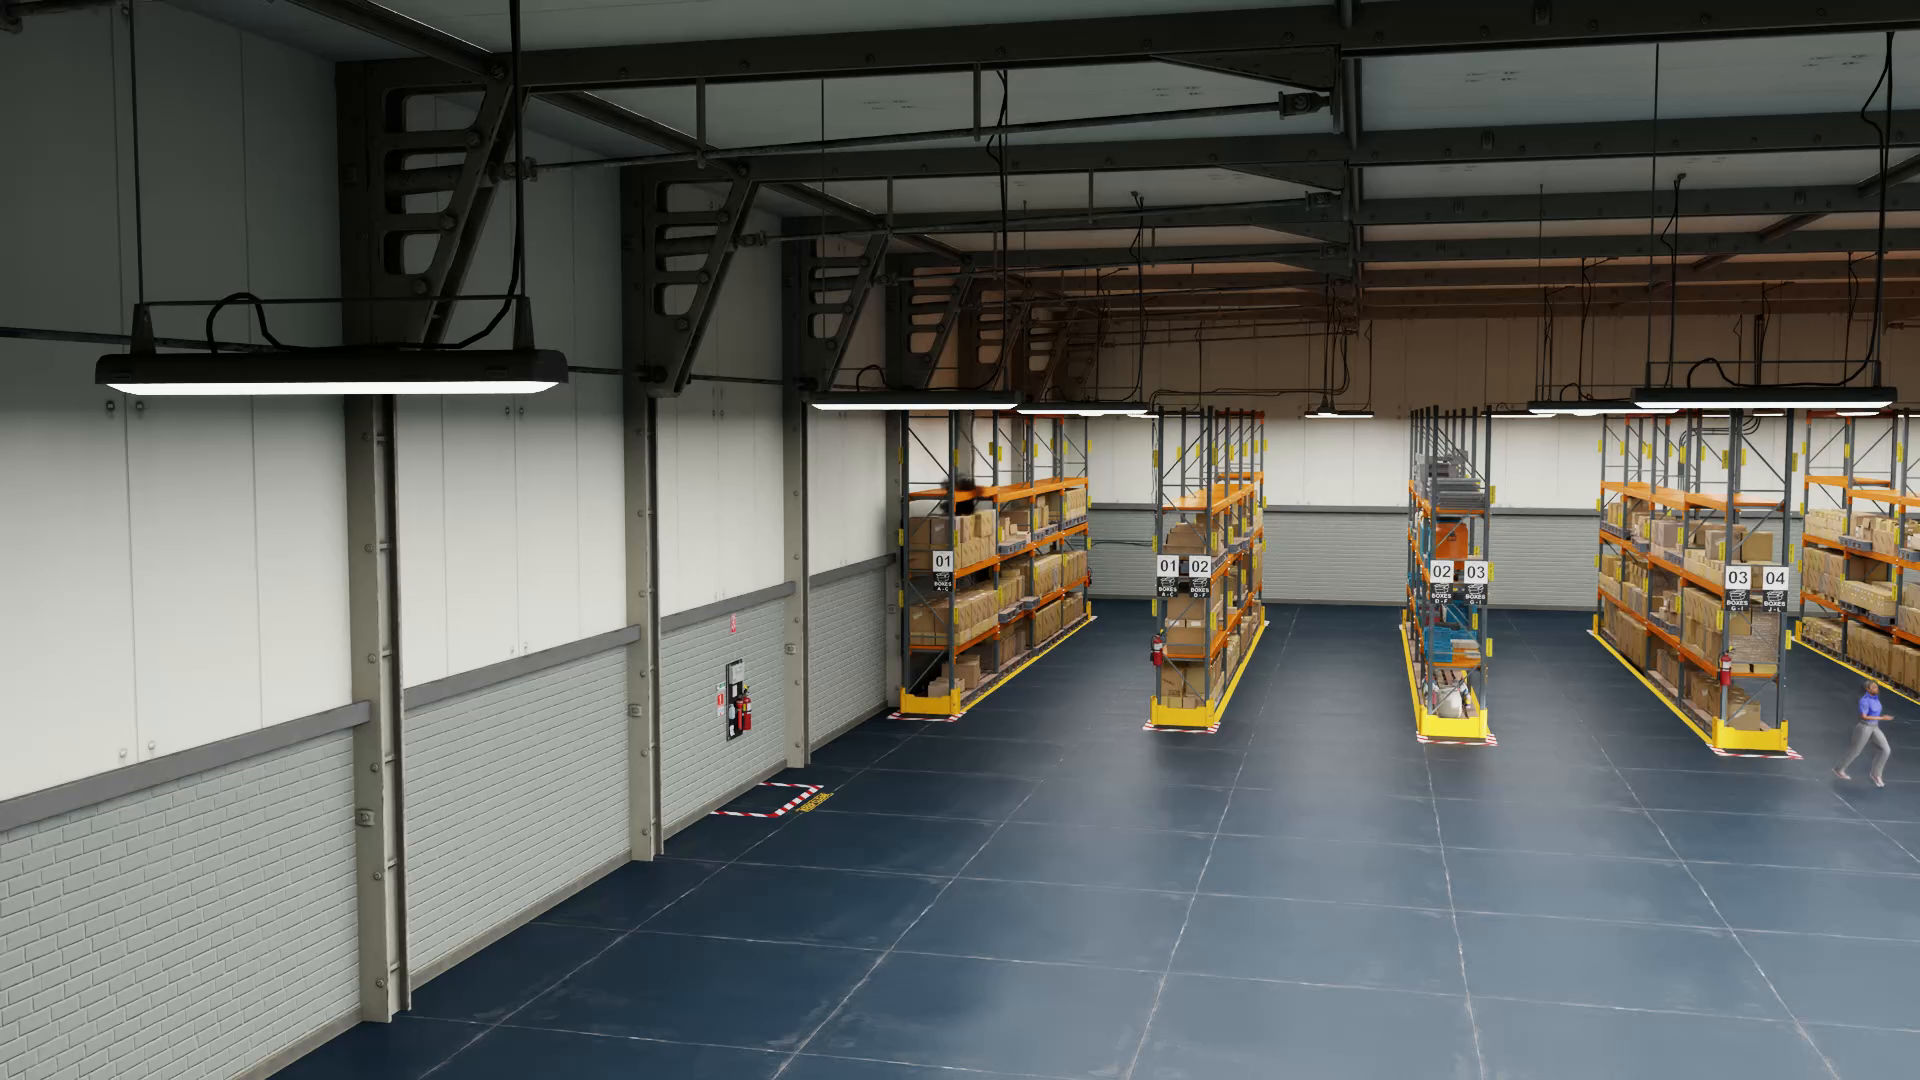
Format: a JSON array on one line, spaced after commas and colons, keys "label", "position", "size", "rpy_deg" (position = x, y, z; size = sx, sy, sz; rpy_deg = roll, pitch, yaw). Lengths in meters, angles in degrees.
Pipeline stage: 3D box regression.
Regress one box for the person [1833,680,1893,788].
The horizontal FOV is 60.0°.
[{"label": "person", "position": [14.260, 3.028, 26.157], "size": [0.586, 1.693, 0.880], "rpy_deg": [-2, 5, -29]}]
